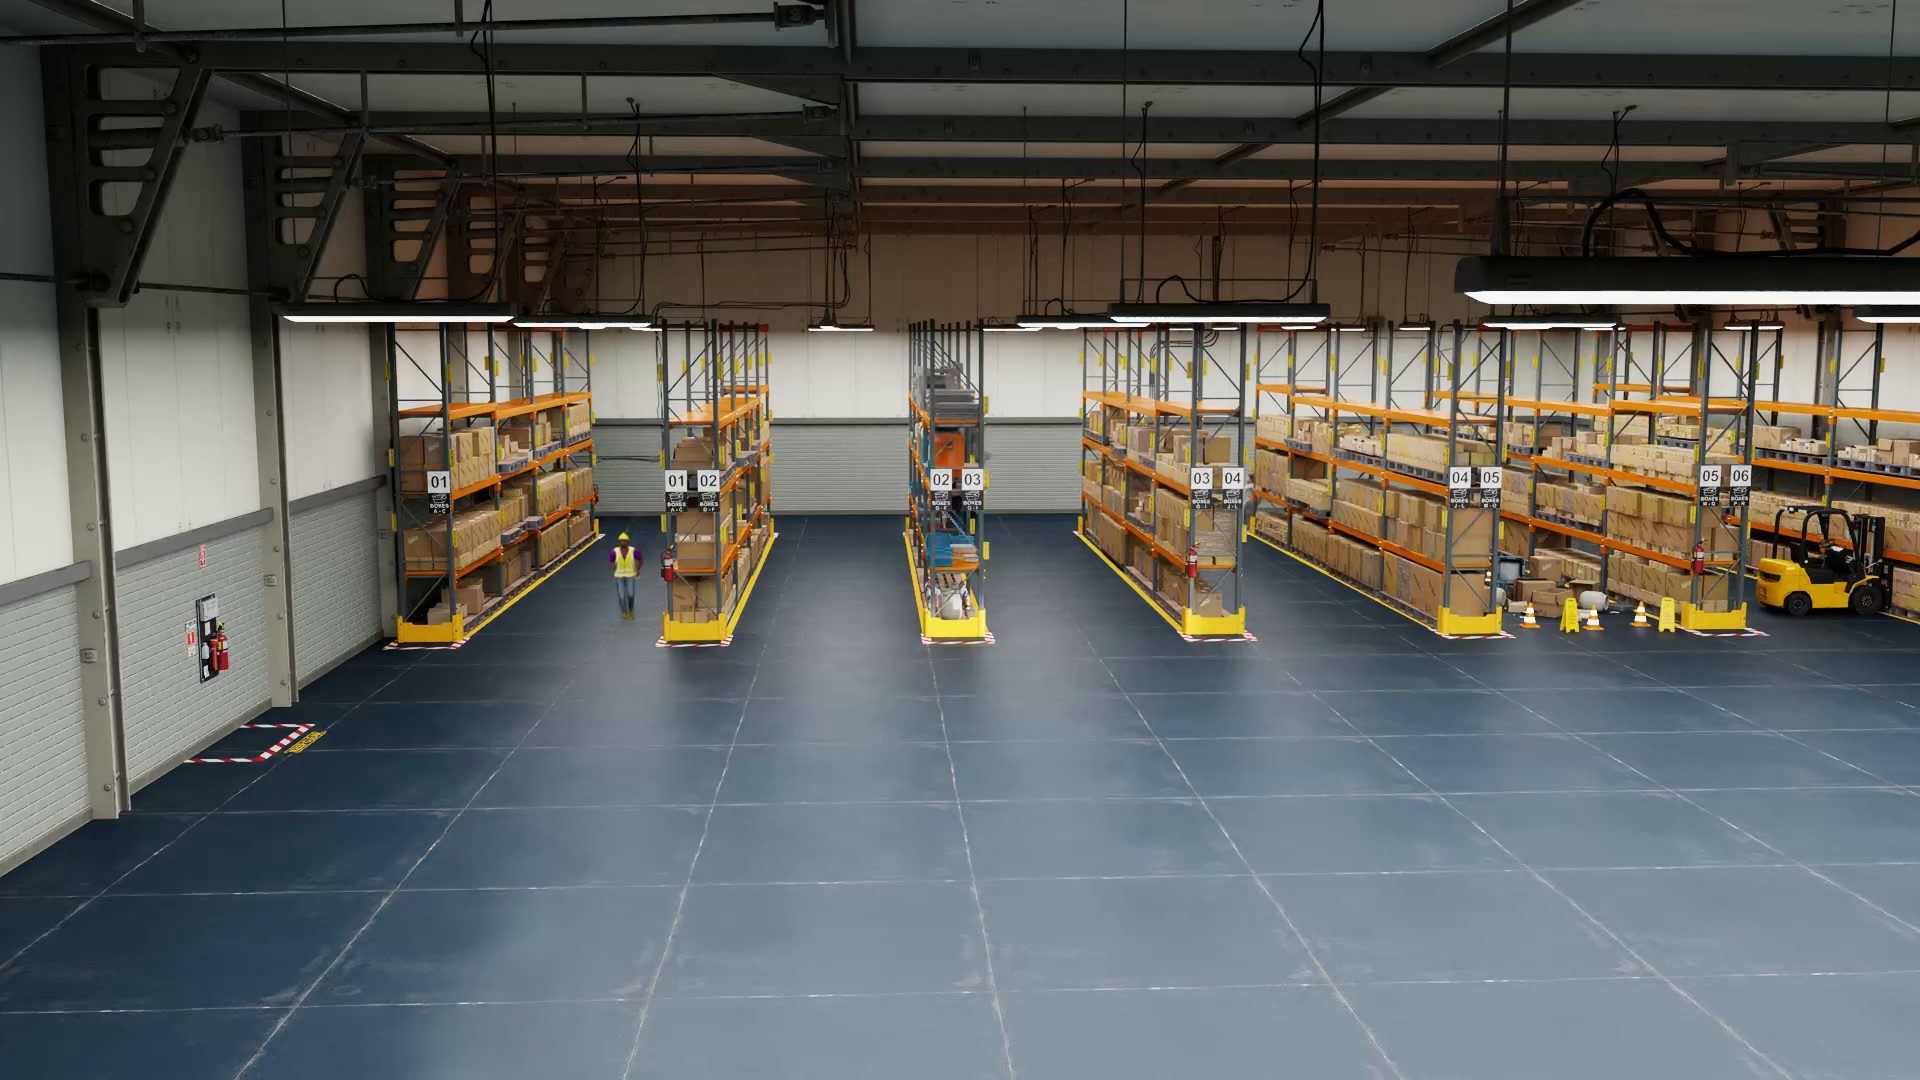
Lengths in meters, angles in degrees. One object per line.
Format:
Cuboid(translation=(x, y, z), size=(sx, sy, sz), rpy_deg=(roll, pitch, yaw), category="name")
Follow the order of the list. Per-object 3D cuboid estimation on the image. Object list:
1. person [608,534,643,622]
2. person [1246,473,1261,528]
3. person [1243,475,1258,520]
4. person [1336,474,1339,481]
Cuboid(translation=(-6.679, 0.764, 33.176), size=(0.677, 1.772, 0.649), rpy_deg=(-1, 7, -7), category="person")
Cuboid(translation=(8.808, -1.187, 49.397), size=(0.703, 1.715, 0.693), rpy_deg=(-2, 7, -16), category="person")
Cuboid(translation=(8.495, -1.153, 49.156), size=(0.829, 1.602, 0.717), rpy_deg=(-1, 7, -8), category="person")
Cuboid(translation=(10.630, -1.013, 47.358), size=(0.676, 1.773, 0.980), rpy_deg=(-1, 7, -12), category="person")
